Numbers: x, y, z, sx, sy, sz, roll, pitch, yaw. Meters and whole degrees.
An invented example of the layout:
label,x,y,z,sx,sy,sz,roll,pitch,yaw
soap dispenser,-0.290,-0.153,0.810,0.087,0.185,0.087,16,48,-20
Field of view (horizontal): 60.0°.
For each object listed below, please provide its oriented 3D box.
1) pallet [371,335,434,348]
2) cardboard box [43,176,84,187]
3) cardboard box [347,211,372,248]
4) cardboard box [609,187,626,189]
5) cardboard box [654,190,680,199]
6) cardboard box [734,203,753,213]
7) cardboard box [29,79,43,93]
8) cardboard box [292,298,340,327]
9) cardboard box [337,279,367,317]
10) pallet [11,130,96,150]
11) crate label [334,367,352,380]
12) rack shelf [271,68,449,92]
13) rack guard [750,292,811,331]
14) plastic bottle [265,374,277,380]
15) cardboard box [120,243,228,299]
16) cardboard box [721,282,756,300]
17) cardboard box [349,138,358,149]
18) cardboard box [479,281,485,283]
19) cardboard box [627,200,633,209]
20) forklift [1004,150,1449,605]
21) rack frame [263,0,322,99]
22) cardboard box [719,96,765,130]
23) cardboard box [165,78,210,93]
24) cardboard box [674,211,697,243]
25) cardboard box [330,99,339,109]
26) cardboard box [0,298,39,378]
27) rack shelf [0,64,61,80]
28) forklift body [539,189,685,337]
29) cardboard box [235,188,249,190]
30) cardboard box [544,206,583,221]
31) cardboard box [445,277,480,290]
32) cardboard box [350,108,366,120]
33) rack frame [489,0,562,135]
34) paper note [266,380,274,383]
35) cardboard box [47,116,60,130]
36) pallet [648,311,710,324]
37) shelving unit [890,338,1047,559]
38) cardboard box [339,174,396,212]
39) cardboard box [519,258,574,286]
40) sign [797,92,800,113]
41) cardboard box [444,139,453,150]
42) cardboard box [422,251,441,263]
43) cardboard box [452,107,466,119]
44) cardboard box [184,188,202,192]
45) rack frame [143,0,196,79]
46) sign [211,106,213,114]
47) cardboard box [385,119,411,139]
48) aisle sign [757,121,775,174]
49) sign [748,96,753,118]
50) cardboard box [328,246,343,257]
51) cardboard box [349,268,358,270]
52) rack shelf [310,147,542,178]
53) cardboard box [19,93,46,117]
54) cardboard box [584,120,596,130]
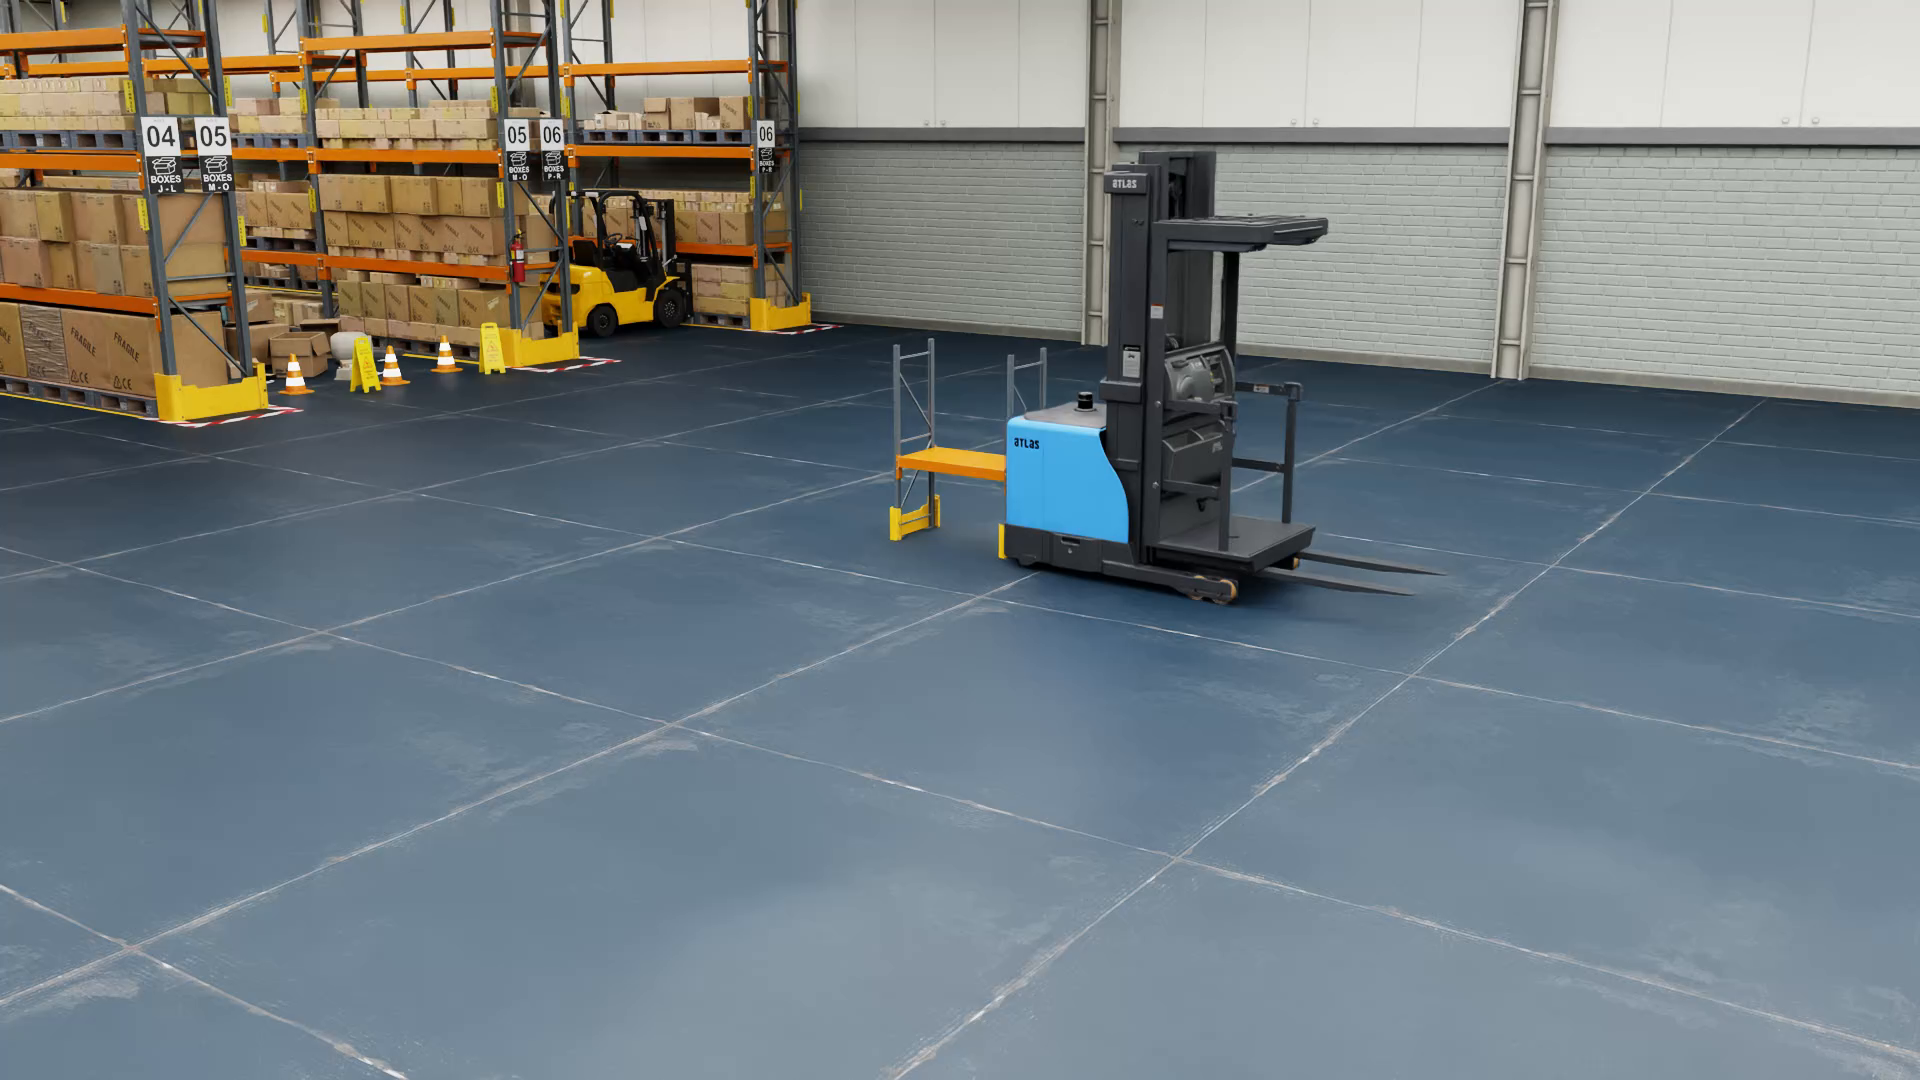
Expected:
label,x,y,z,sx,sy,sz,roll,pitch,yaw
pallet,-8.387,-2.974,24.397,1.213,0.211,1.003,9,17,33
cardboard box,-14.959,-5.838,27.876,0.500,0.500,0.500,9,17,32
cardboard box,-8.324,-4.426,23.633,0.500,0.500,0.500,9,17,33
cardboard box,-5.763,-5.926,28.342,0.250,0.149,0.380,9,17,33
cardboard box,-4.768,-5.620,27.105,0.250,0.149,0.380,9,17,33
cardboard box,-3.321,-5.218,26.102,0.250,0.149,0.380,9,17,34
cardboard box,-10.058,-5.029,18.435,0.250,0.149,0.380,9,17,33
cardboard box,-9.400,-3.408,24.944,0.625,0.372,0.950,9,17,34
cardboard box,-8.625,-3.511,24.050,0.500,0.500,0.500,10,17,35
pallet,-9.961,-4.547,18.892,1.213,0.211,1.003,9,17,33
crate label,-7.746,-2.111,21.066,0.298,0.136,0.250,1,14,4
rack shelf,-11.175,-8.574,31.061,4.000,0.370,1.077,9,17,33
rack guard,-2.857,-3.648,26.517,0.348,0.500,1.175,9,17,33
plastic bottle,-8.806,-2.064,21.034,0.283,0.061,0.133,3,14,14
cardboard box,-8.656,-2.987,18.335,0.550,0.550,0.875,9,17,33
cardboard box,-3.456,-3.979,26.462,0.500,0.250,0.500,9,16,32
cardboard box,-8.388,-5.596,23.468,0.250,0.149,0.380,9,17,33
cardboard box,-7.027,-3.412,23.650,0.500,0.500,0.500,10,17,34
cardboard box,-5.251,-5.522,27.328,0.250,0.149,0.380,9,17,32
forklift,1.816,-1.136,11.314,3.031,2.935,1.130,10,17,34
rack frame,-12.835,-9.385,32.010,0.127,3.000,1.000,9,17,33
cardboard box,-3.381,-6.632,25.839,0.500,0.500,0.500,10,17,35
cardboard box,-8.423,-4.955,18.137,0.250,0.149,0.380,9,17,33
cardboard box,-4.283,-5.066,26.839,0.500,0.500,0.500,9,16,32
cardboard box,-9.644,-6.463,24.845,0.500,0.250,0.500,9,16,32
cardboard box,-11.160,-2.484,20.163,0.875,0.875,0.875,9,17,34
rack shelf,-17.261,-8.120,29.228,4.000,0.370,1.077,9,17,33
forklift body,-5.469,-4.343,25.890,1.214,2.155,2.313,9,17,33
cardboard box,-11.315,-5.271,26.172,0.500,0.500,0.500,9,16,32
cardboard box,-6.747,-5.585,28.415,0.500,0.250,0.500,9,16,32
cardboard box,-6.797,-3.513,22.711,0.250,0.149,0.380,10,17,34
cardboard box,-8.235,-5.917,23.106,0.250,0.149,0.380,9,17,32
rack frame,-5.644,-6.786,21.509,0.127,3.000,1.000,9,17,33
paper note,-8.642,-1.975,20.740,0.144,0.017,0.142,-10,17,-35
cardboard box,-9.842,-4.607,18.391,0.250,0.149,0.380,9,17,33
pallet,-4.543,-3.769,27.607,1.213,0.211,1.003,9,17,33
shelving unit,0.063,-0.718,12.602,1.083,1.500,0.587,9,17,33
cardboard box,-8.308,-4.914,23.522,0.500,0.500,0.700,9,17,33
cardboard box,-7.275,-4.625,29.332,0.625,0.625,0.875,9,17,32
sign,-2.563,-6.893,26.199,0.005,0.325,0.100,9,17,33
cardboard box,-6.696,-5.317,22.338,0.250,0.149,0.380,9,17,33
cardboard box,-7.175,-3.917,22.927,0.250,0.149,0.380,9,17,32
cardboard box,-6.504,-5.654,22.043,0.250,0.149,0.380,9,16,32
cardboard box,-12.038,-5.237,26.036,0.500,0.500,0.500,9,16,31
rack frame,-16.154,-9.922,34.177,0.127,3.000,1.000,9,17,33
sign,-11.978,-6.762,26.577,0.005,0.325,0.100,9,17,33
cardboard box,-7.490,-5.620,22.734,0.500,0.250,0.500,9,17,33
aisle sign,-2.987,-6.059,25.646,0.004,0.787,0.394,9,17,33
sign,-3.192,-6.605,25.343,0.005,0.325,0.100,9,17,33
cardboard box,-8.881,-4.182,23.998,0.250,0.149,0.380,9,17,33
cardboard box,-11.273,-5.146,31.697,0.500,0.500,0.500,8,16,31
rack shelf,-7.304,-5.249,23.039,4.000,0.370,1.077,9,17,33
cardboard box,-10.134,-4.866,18.605,0.500,0.250,0.500,9,17,33
cardboard box,-5.994,-6.866,27.517,0.250,0.149,0.380,10,17,34
